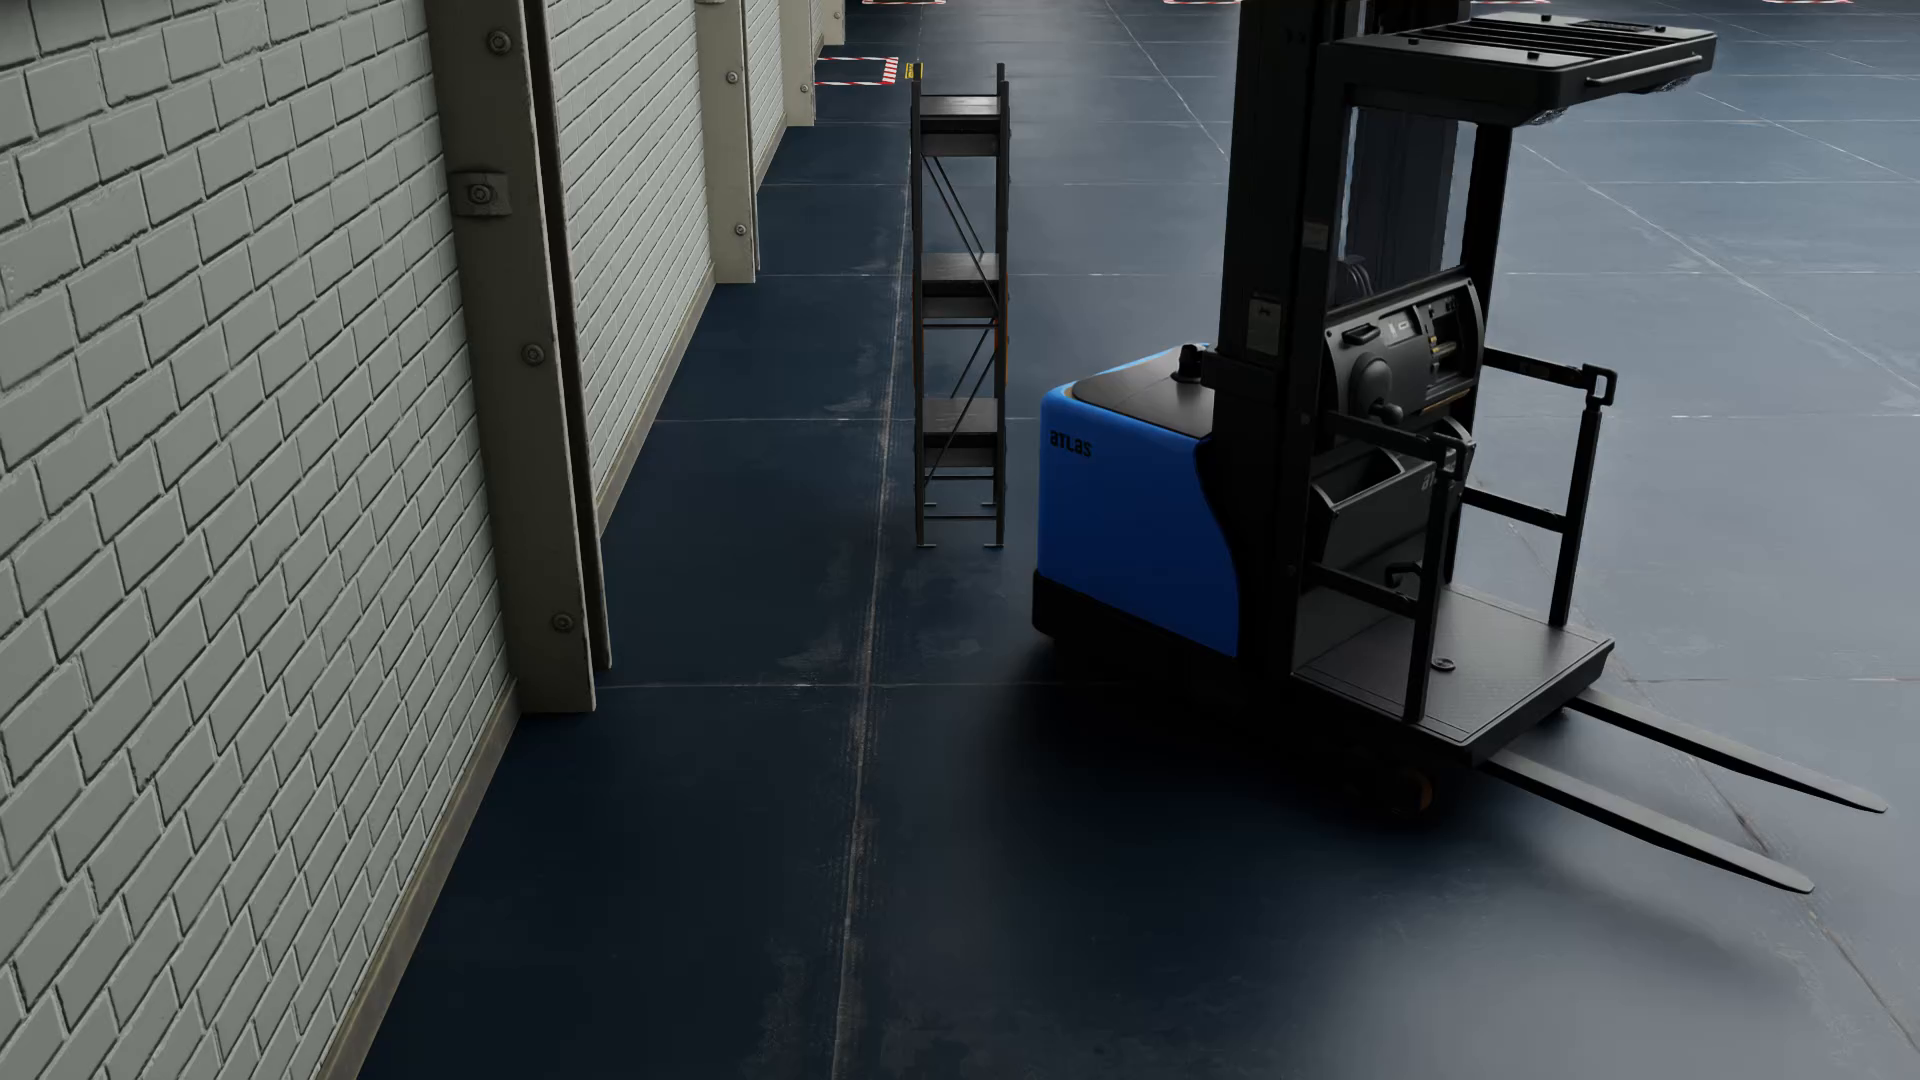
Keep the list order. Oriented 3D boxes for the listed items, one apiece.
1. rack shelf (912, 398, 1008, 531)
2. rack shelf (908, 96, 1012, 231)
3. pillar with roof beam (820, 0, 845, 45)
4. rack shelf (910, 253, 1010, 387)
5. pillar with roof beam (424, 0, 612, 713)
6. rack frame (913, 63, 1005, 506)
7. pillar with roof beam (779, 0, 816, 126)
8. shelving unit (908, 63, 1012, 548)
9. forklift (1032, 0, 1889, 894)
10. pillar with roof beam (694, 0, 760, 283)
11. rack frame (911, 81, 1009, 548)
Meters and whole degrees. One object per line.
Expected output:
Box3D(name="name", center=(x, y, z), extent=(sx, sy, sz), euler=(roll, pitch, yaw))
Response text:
Box3D(name="rack shelf", center=(-0.002, -0.375, 7.762), extent=(0.431, 0.518, 0.480), euler=(0, 24, -1))
Box3D(name="rack shelf", center=(-0.002, -1.650, 7.185), extent=(0.431, 0.518, 0.480), euler=(0, 24, -1))
Box3D(name="pillar with roof beam", center=(2.562, -10.965, 21.075), extent=(9.100, 9.000, 0.400), euler=(0, 24, -1))
Box3D(name="rack shelf", center=(-0.002, -1.012, 7.474), extent=(0.431, 0.518, 0.480), euler=(0, 24, -1))
Box3D(name="pillar with roof beam", center=(2.758, -3.548, 4.675), extent=(9.100, 9.000, 0.400), euler=(0, 24, -1))
Box3D(name="rack frame", center=(-0.004, -1.125, 7.690), extent=(0.400, 2.100, 0.015), euler=(0, 24, -1))
Box3D(name="pillar with roof beam", center=(2.627, -8.493, 15.608), extent=(9.100, 9.000, 0.400), euler=(0, 24, -1))
Box3D(name="shelving unit", center=(-0.002, -1.025, 7.468), extent=(0.431, 2.100, 0.503), euler=(0, 24, -1))
Box3D(name="forklift", center=(1.684, -0.633, 5.592), extent=(1.130, 2.935, 3.031), euler=(-22, 32, -39))
Box3D(name="pillar with roof beam", center=(2.693, -6.021, 10.142), extent=(9.100, 9.000, 0.400), euler=(0, 24, -1))
Box3D(name="rack frame", center=(0.001, -0.924, 7.246), extent=(0.400, 2.100, 0.015), euler=(0, 24, -1))
